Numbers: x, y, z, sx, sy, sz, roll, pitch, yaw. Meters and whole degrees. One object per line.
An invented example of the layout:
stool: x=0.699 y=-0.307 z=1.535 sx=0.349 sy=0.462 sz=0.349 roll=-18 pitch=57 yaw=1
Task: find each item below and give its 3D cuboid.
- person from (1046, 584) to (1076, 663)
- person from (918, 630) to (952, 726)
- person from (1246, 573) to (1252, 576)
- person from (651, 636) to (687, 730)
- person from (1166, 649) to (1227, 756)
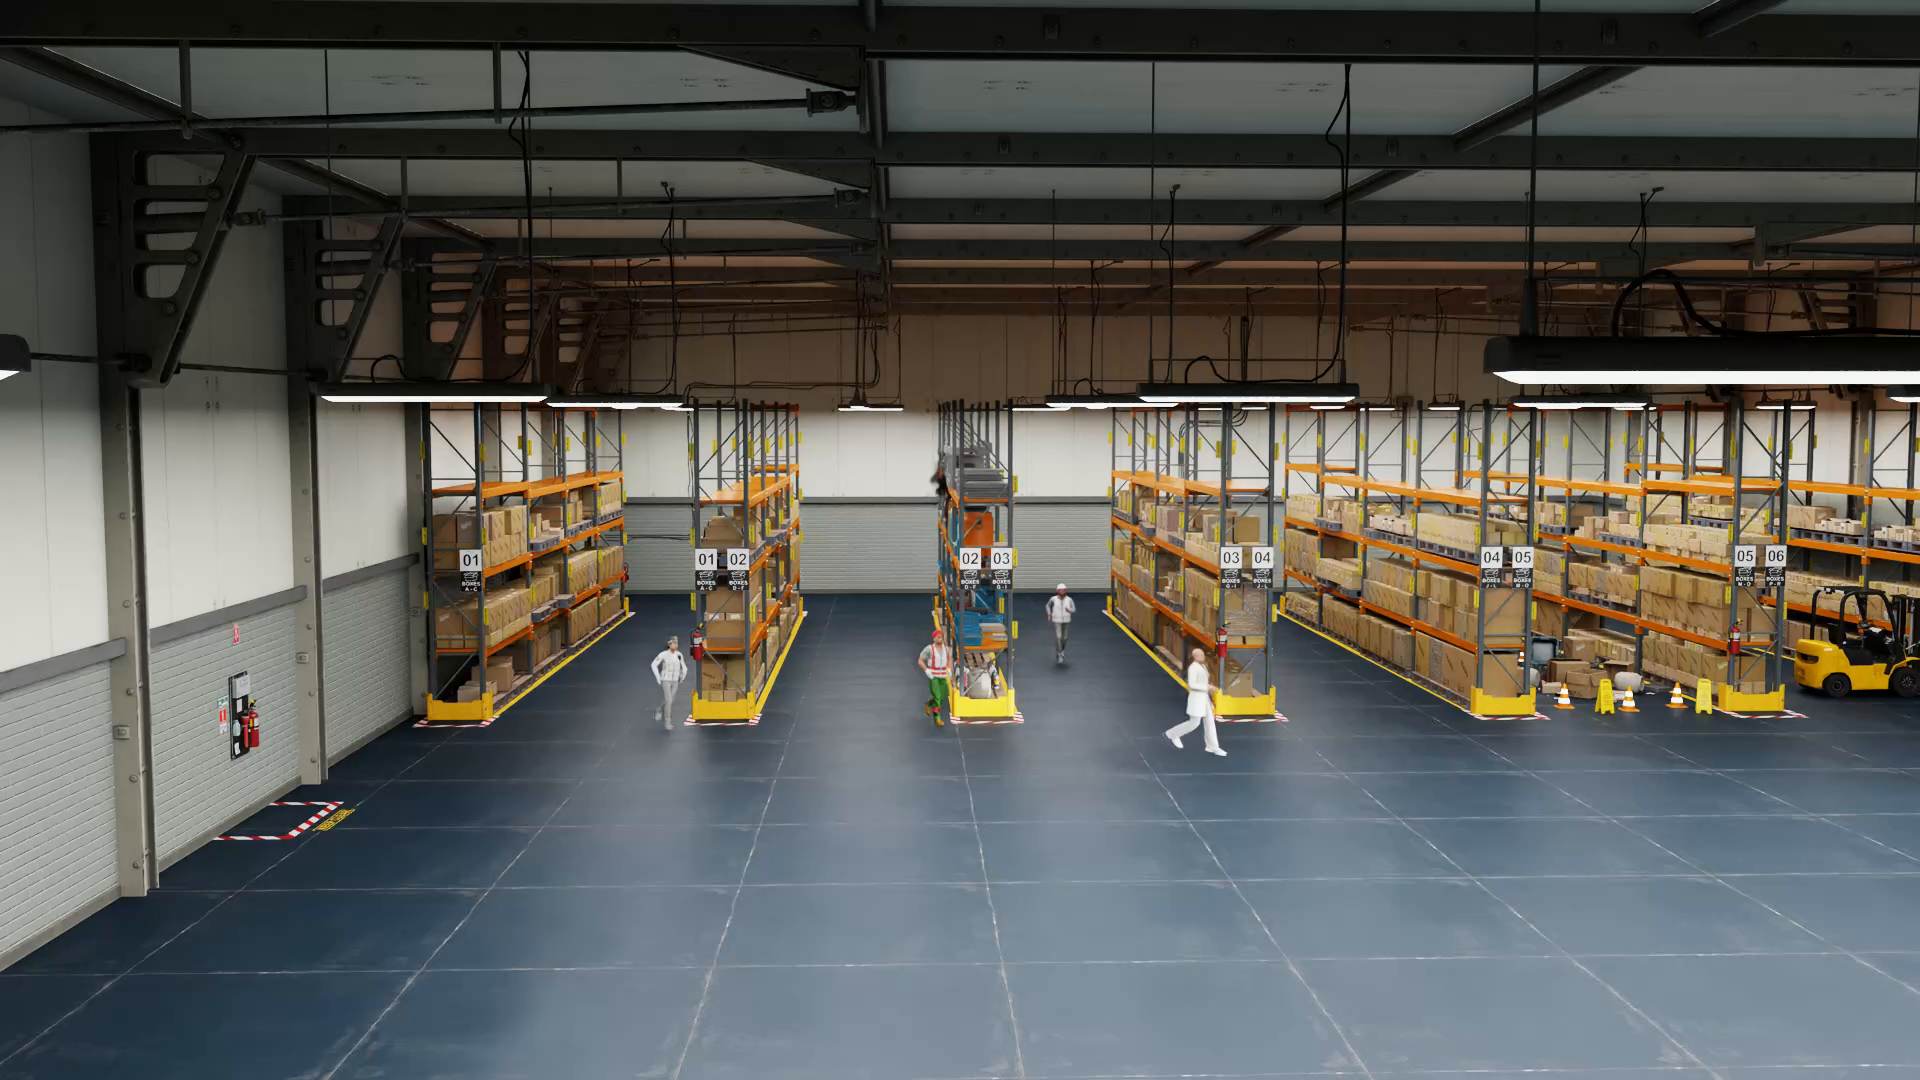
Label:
person: x=2.340 y=1.896 z=38.362 sx=0.645 sy=1.783 sz=0.906 roll=-1 pitch=4 yaw=-9
person: x=-0.451 y=2.522 z=30.761 sx=0.697 sy=1.751 sz=0.743 roll=-3 pitch=5 yaw=-32
person: x=8.294 y=1.217 z=48.620 sx=0.551 sy=1.627 sz=0.913 roll=-2 pitch=5 yaw=-23
person: x=-5.316 y=2.595 z=30.469 sx=0.655 sy=1.677 sz=0.682 roll=-3 pitch=5 yaw=-37
person: x=3.977 y=2.711 z=27.929 sx=1.043 sy=1.790 sz=0.710 roll=2 pitch=5 yaw=25
